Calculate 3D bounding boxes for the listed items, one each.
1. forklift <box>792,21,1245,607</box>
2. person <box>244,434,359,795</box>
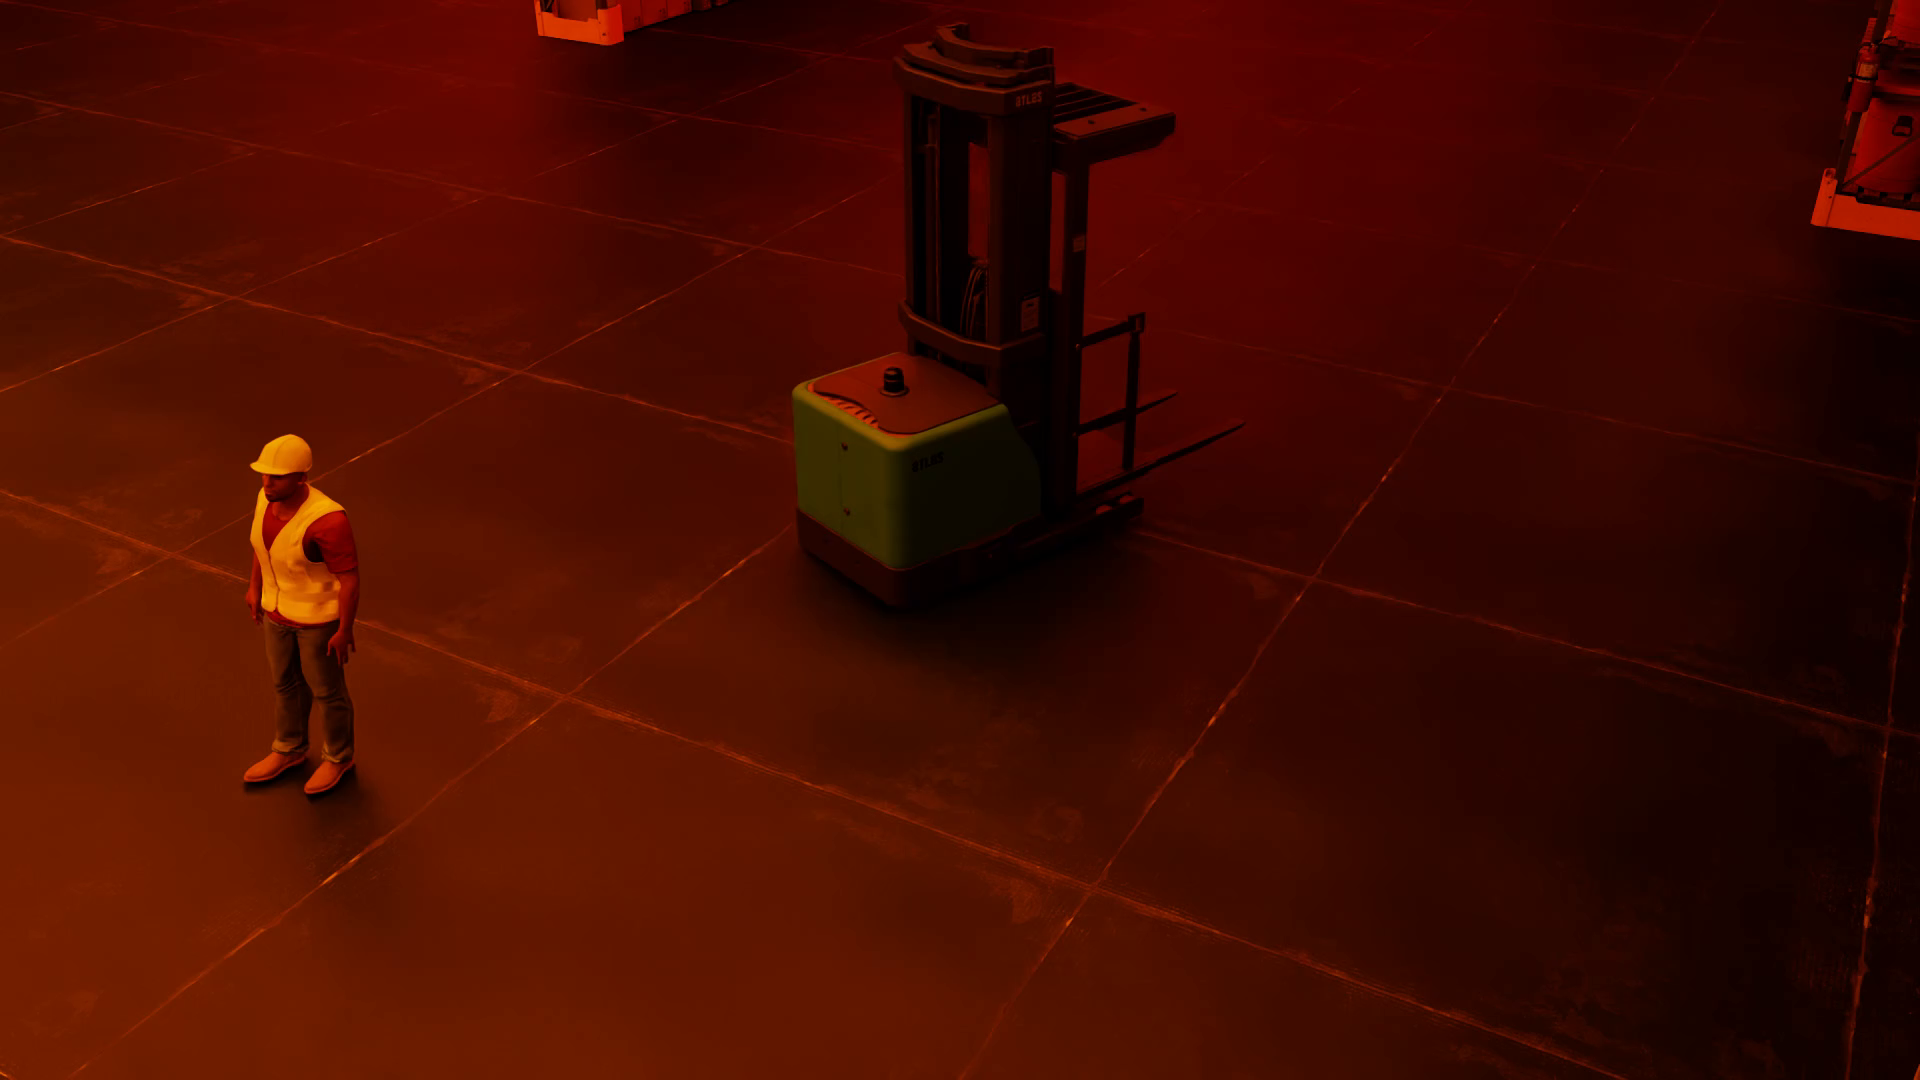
[{"bbox_3d":[0.492,-1.497,9.664,3.031,2.935,1.130,-22,37,-34],"label":"forklift"},{"bbox_3d":[-3.053,0.357,7.607,0.664,1.768,0.563,17,34,27],"label":"person"}]
